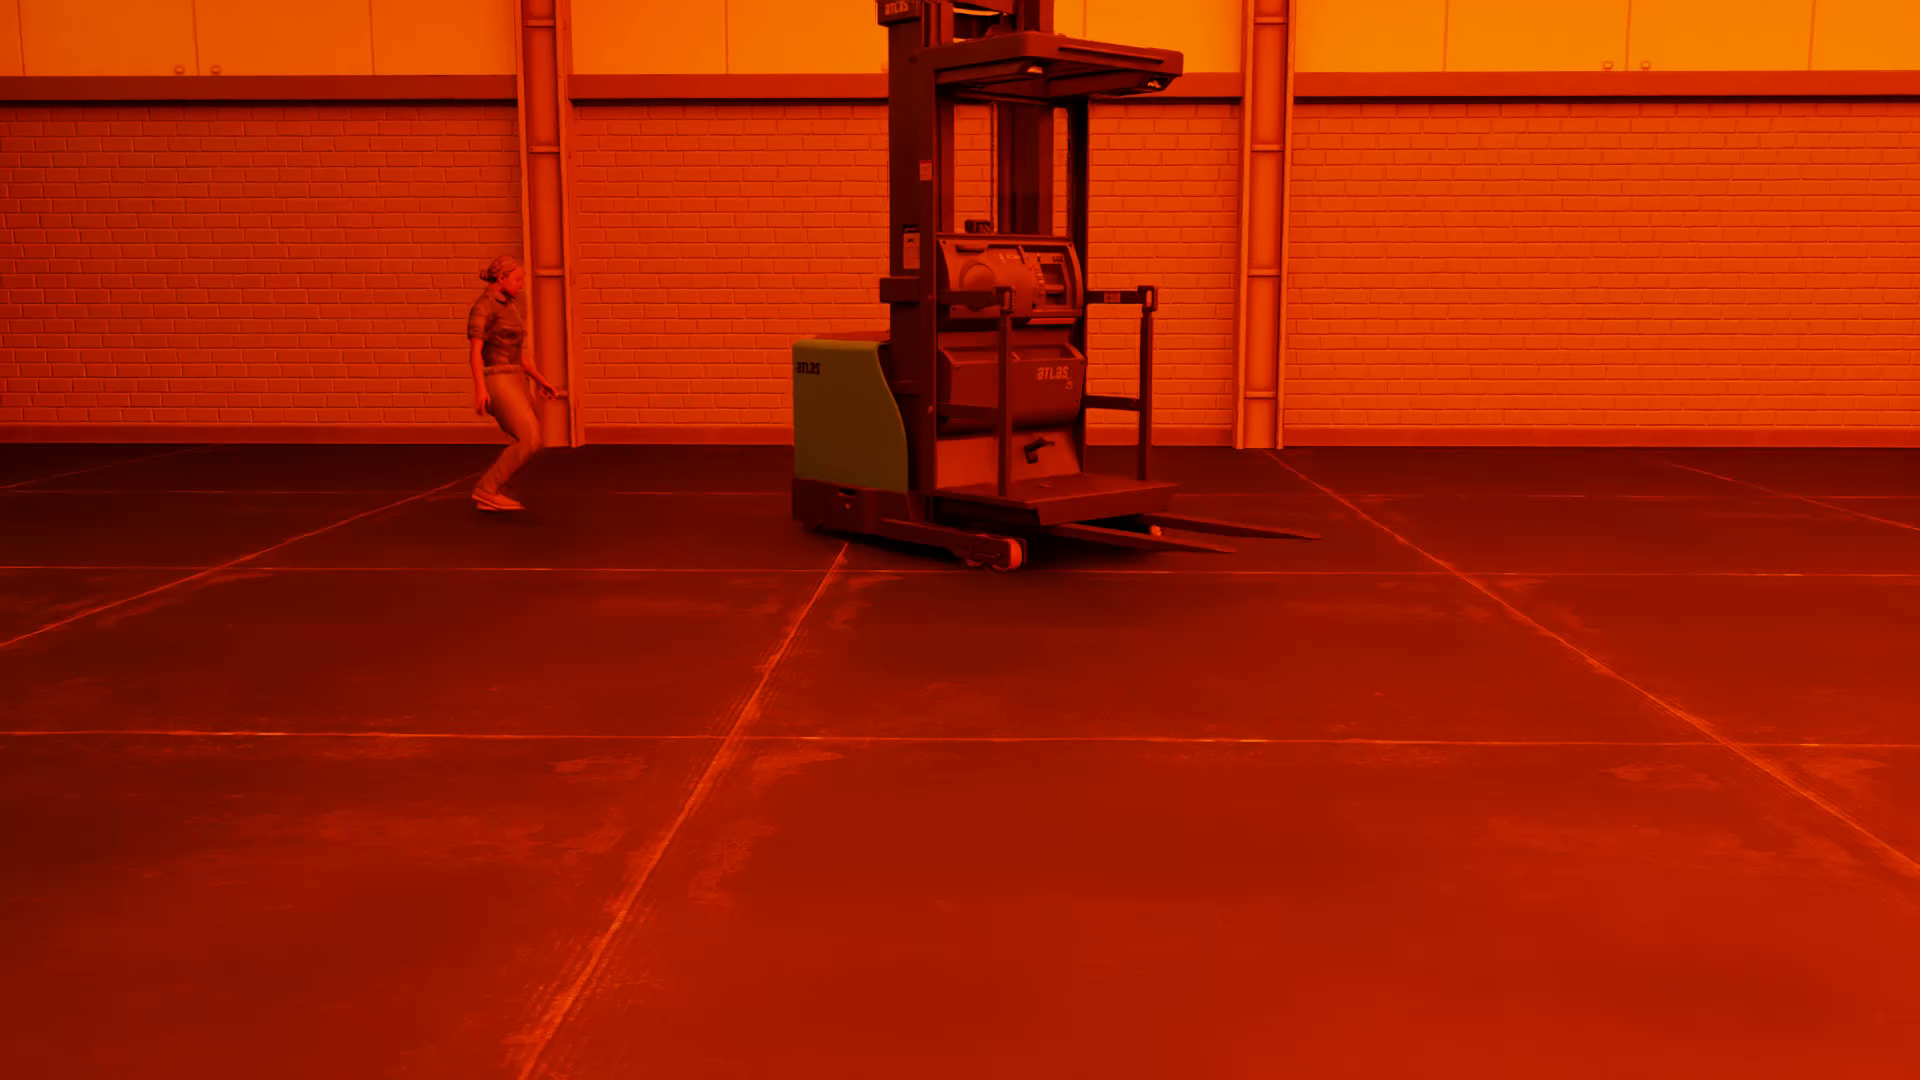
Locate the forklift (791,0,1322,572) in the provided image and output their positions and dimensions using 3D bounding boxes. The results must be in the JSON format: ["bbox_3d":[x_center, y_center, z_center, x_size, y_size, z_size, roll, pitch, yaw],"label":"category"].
[{"bbox_3d":[0.408,-1.380,8.331,1.130,2.935,3.031,-8,12,-41],"label":"forklift"}]

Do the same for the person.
[{"bbox_3d":[-2.666,-0.893,9.802,0.581,1.556,0.850,1,9,5],"label":"person"}]
